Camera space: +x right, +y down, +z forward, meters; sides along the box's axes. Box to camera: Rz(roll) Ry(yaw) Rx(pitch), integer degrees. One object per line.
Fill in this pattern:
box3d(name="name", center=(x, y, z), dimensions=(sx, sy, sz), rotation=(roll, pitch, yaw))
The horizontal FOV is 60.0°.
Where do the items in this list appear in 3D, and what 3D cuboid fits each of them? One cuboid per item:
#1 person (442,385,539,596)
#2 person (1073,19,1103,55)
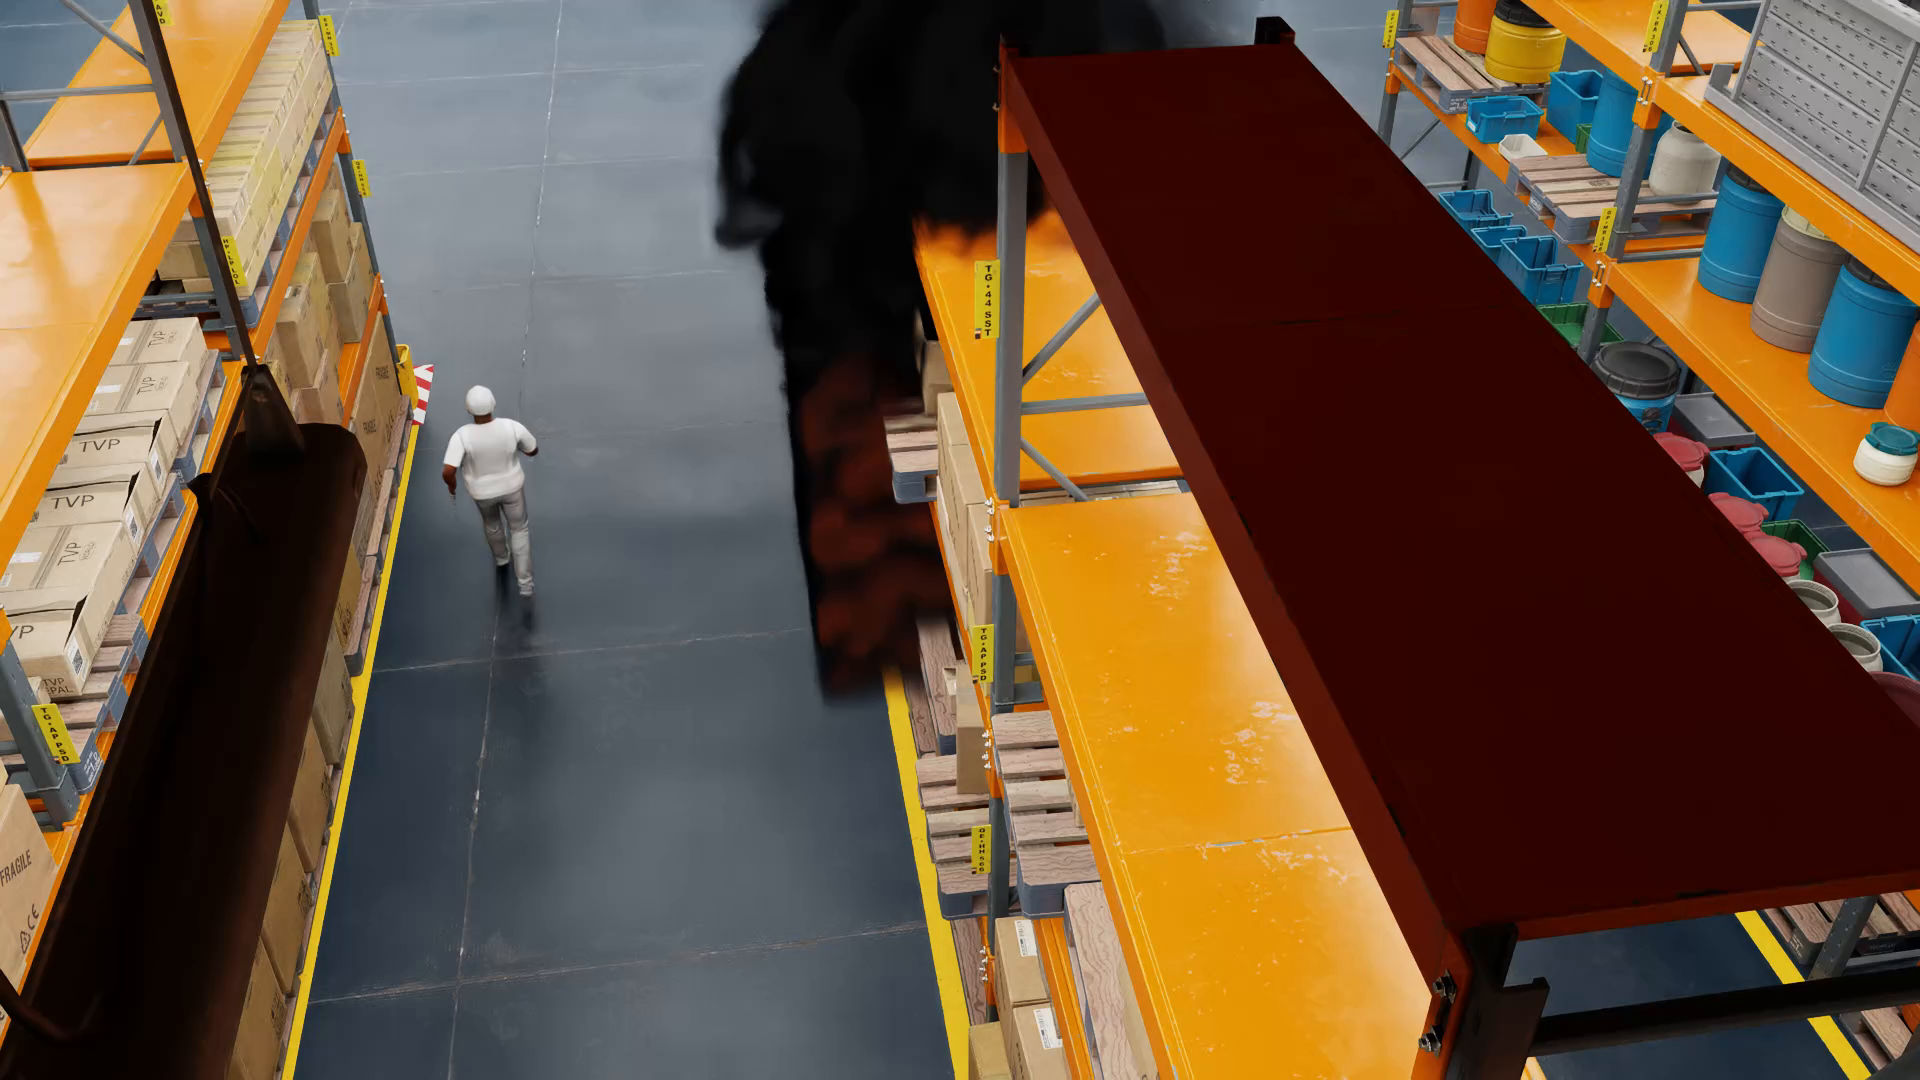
box3d(name="person", center=(-3.467, -0.394, 12.451), dimensions=(0.697, 1.760, 0.977), rotation=(-10, 37, -13))
box3d(name="person", center=(1.451, -5.299, 19.367), dimensions=(0.544, 1.555, 0.536), rotation=(7, 37, 9))
